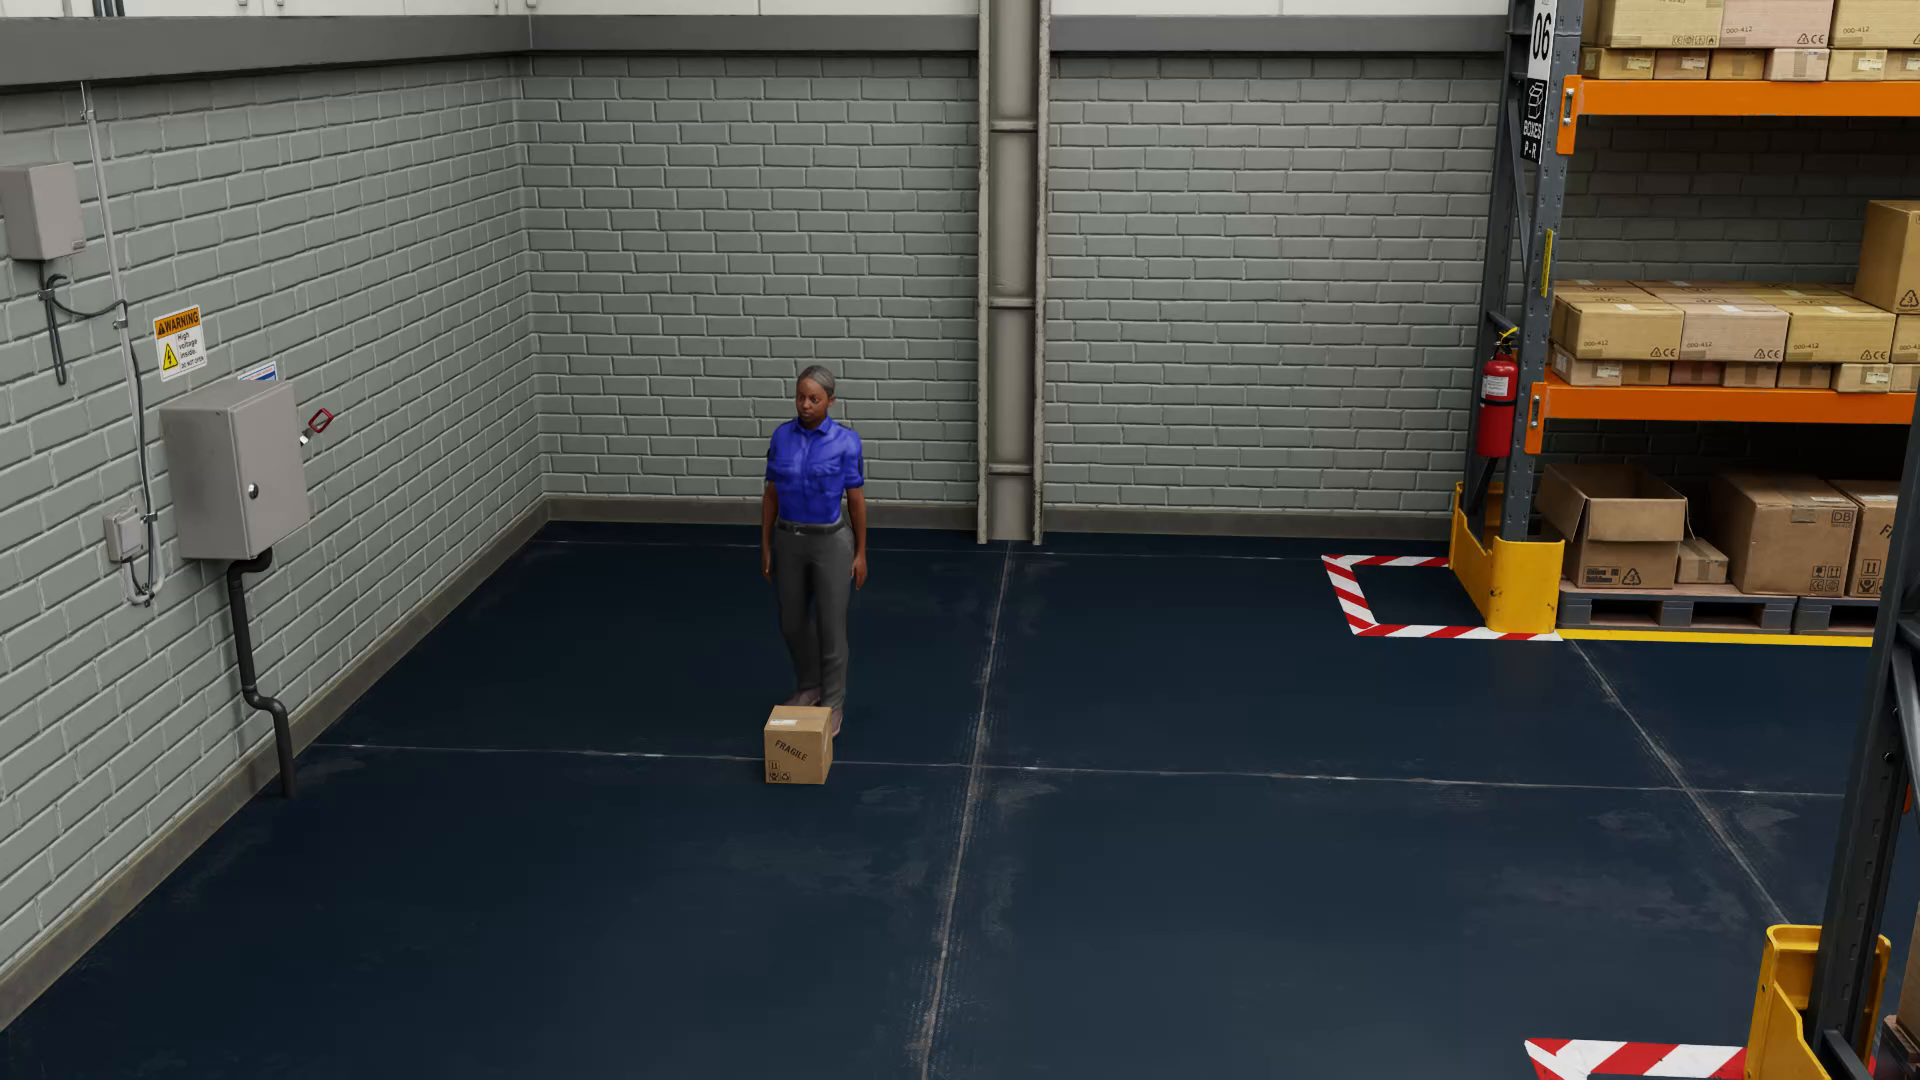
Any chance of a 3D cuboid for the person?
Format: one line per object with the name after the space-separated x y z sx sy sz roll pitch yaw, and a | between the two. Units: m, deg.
-0.647 0.043 7.402 0.475 1.666 0.489 5 18 15 | person
